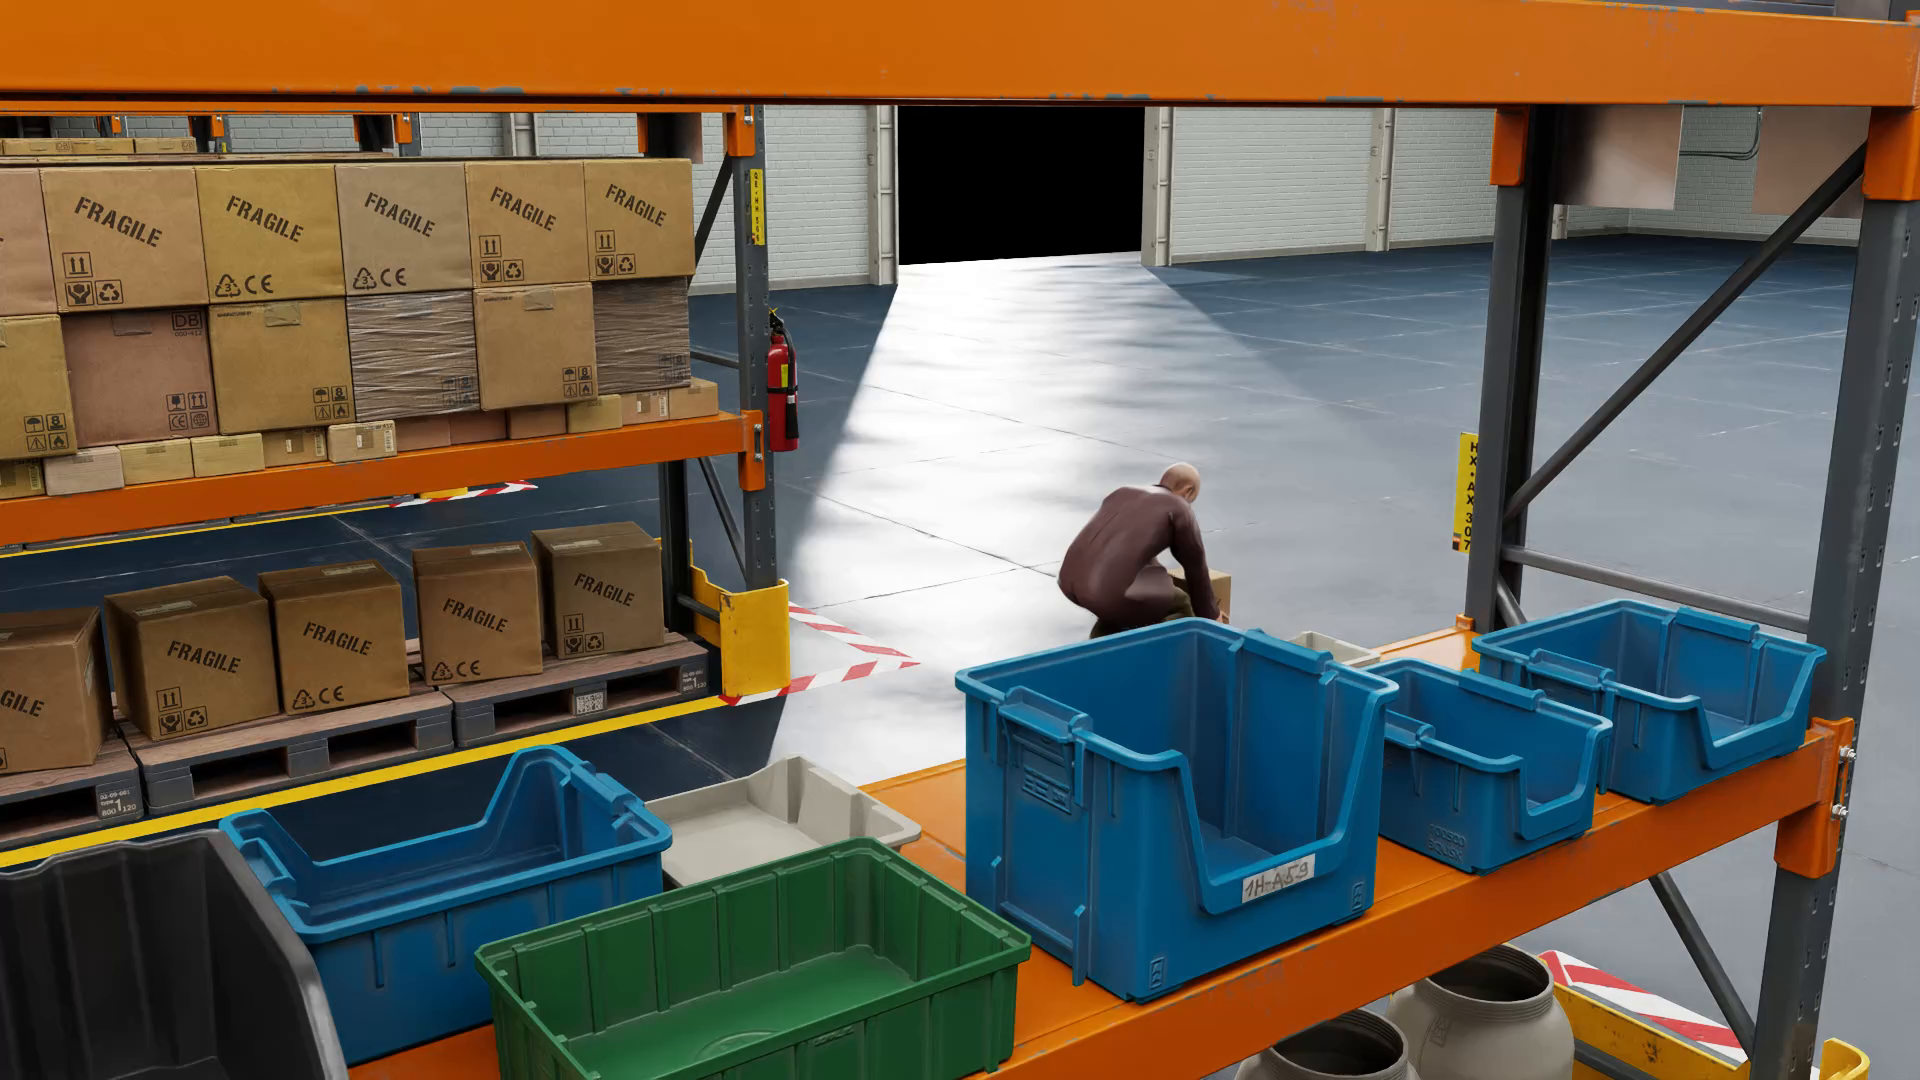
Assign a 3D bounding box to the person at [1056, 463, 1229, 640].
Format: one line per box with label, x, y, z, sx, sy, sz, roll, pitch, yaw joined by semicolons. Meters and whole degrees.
person;0.871;0.172;7.951;0.927;1.000;0.574;-11;18;-36
